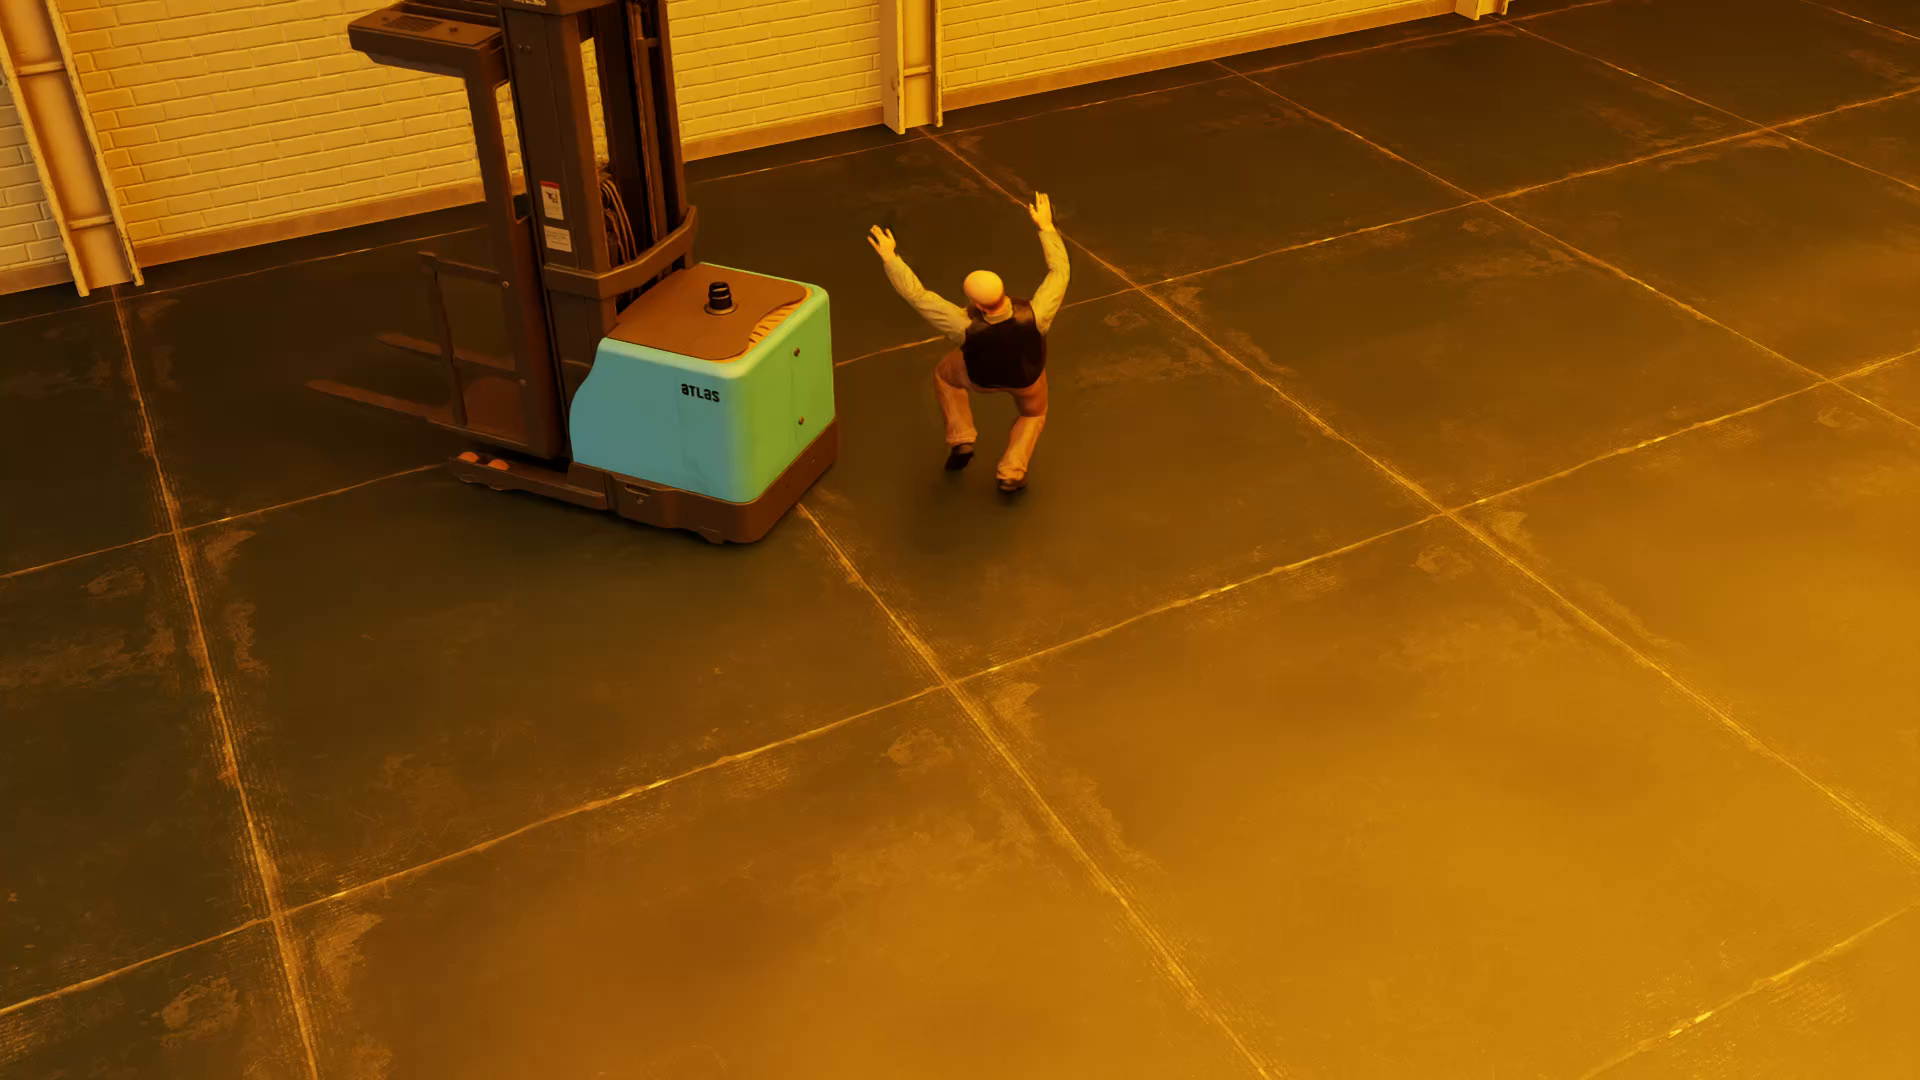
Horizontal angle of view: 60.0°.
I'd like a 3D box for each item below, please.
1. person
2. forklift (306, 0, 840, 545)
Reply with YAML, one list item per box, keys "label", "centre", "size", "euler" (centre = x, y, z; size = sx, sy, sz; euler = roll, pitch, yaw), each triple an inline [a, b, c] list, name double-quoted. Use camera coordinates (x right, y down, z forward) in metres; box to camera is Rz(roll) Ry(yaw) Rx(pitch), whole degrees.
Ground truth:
- label: "person"
  centre: [0.047, -0.979, 8.667]
  size: [1.015, 1.630, 0.787]
  euler: [2, 35, 3]
- label: "forklift"
  centre: [-2.232, -1.729, 8.569]
  size: [3.031, 2.935, 1.130]
  euler: [14, 38, 19]
